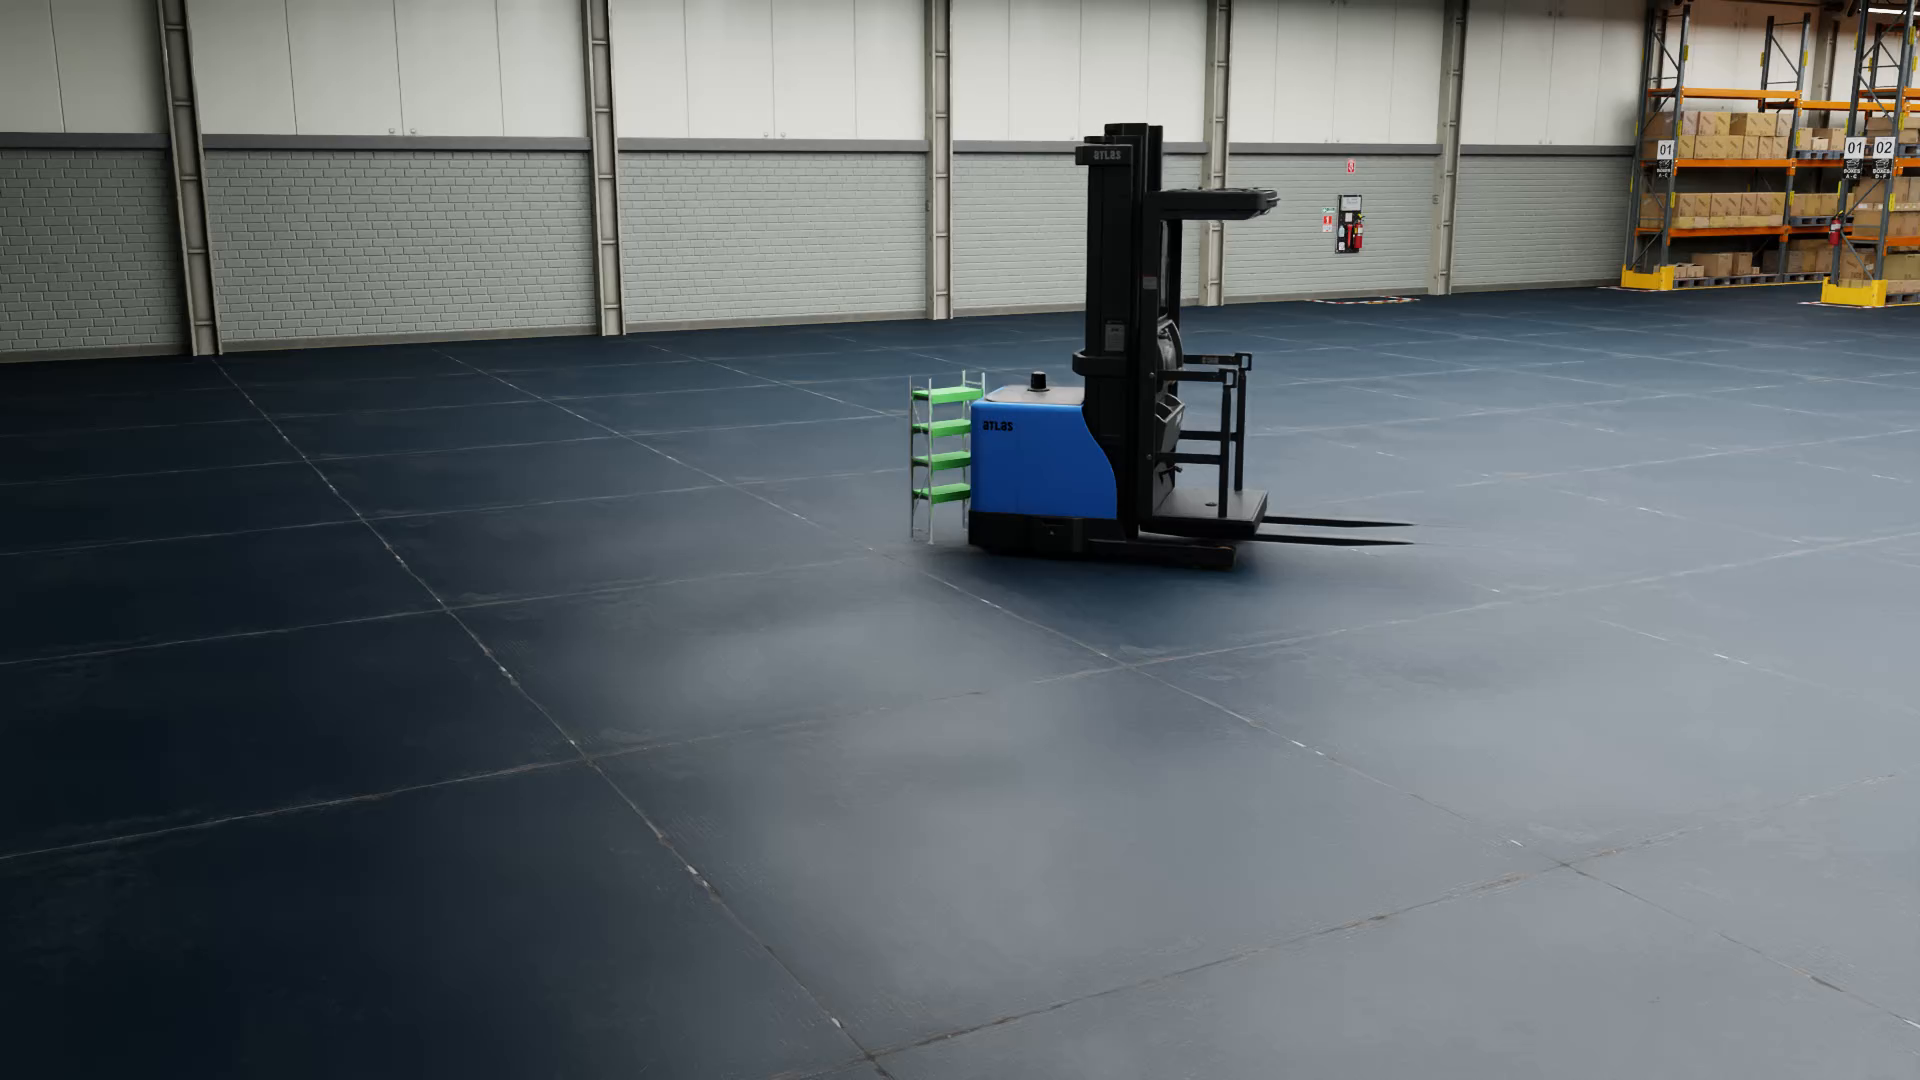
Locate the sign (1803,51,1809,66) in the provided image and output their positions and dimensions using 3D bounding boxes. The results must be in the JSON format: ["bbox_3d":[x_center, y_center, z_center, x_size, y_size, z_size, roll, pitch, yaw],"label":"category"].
[{"bbox_3d":[18.984,-10.807,37.327,0.005,0.325,0.100,-7,14,-28],"label":"sign"}]

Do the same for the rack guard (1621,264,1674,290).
[{"bbox_3d":[15.296,-5.860,37.011,0.348,0.500,1.175,-7,14,-28],"label":"rack guard"}]

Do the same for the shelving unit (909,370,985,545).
[{"bbox_3d":[-0.093,-0.606,12.069,0.503,1.200,0.258,-10,16,-38],"label":"shelving unit"}]

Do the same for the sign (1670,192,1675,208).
[{"bbox_3d":[15.490,-7.390,36.141,0.005,0.325,0.100,-7,14,-28],"label":"sign"}]

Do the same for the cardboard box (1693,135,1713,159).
[{"bbox_3d":[16.131,-8.630,36.521,0.500,0.500,0.500,-6,14,-24],"label":"cardboard box"}]

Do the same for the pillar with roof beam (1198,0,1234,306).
[{"bbox_3d":[6.960,-8.147,27.814,0.400,9.000,9.100,-7,14,-28],"label":"pillar with roof beam"}]

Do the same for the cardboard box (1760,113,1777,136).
[{"bbox_3d":[17.952,-9.337,37.385,0.500,0.500,0.500,-6,14,-25],"label":"cardboard box"}]

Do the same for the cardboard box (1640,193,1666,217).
[{"bbox_3d":[15.542,-7.465,37.035,0.500,0.500,0.500,-7,14,-28],"label":"cardboard box"}]

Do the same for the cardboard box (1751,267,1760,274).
[{"bbox_3d":[18.285,-6.263,38.557,0.250,0.166,0.380,-9,16,-35],"label":"cardboard box"}]

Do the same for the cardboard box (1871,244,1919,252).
[{"bbox_3d":[22.960,-7.122,40.862,0.750,0.750,0.750,-7,14,-29],"label":"cardboard box"}]

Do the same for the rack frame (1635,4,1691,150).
[{"bbox_3d":[15.230,-9.999,36.042,0.127,3.000,1.000,-7,14,-28],"label":"rack frame"}]

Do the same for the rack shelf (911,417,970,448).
[{"bbox_3d":[-0.093,-0.778,12.030,0.480,0.148,0.258,-10,16,-38],"label":"rack shelf"}]

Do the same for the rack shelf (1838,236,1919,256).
[{"bbox_3d":[19.362,-5.977,33.474,4.000,0.370,1.077,-7,14,-28],"label":"rack shelf"}]

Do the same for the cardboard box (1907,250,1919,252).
[{"bbox_3d":[19.683,-5.674,34.087,0.500,0.500,0.500,-7,14,-28],"label":"cardboard box"}]

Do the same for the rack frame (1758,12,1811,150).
[{"bbox_3d":[18.741,-10.419,37.912,0.127,3.000,1.000,-7,14,-28],"label":"rack frame"}]

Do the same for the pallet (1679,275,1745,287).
[{"bbox_3d":[17.096,-5.926,37.958,1.213,0.211,1.003,-7,14,-28],"label":"pallet"}]

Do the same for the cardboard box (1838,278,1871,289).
[{"bbox_3d":[17.936,-5.094,33.220,0.500,0.250,0.500,-7,14,-28],"label":"cardboard box"}]

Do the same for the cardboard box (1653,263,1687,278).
[{"bbox_3d":[15.880,-6.030,37.194,0.500,0.311,0.500,-9,15,-34],"label":"cardboard box"}]

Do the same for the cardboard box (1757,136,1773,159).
[{"bbox_3d":[17.966,-8.863,37.555,0.500,0.500,0.500,-8,15,-33],"label":"cardboard box"}]

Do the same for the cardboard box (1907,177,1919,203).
[{"bbox_3d":[18.528,-6.908,32.789,0.500,0.500,0.700,-7,15,-29],"label":"cardboard box"}]

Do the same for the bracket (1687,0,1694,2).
[{"bbox_3d":[15.964,-11.970,36.605,0.430,0.232,0.235,-7,14,-28],"label":"bracket"}]

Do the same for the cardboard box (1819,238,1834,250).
[{"bbox_3d":[20.665,-7.086,39.745,0.500,0.250,0.500,-7,14,-28],"label":"cardboard box"}]

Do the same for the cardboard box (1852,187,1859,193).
[{"bbox_3d":[21.688,-8.415,39.960,0.250,0.149,0.380,-10,16,-37],"label":"cardboard box"}]

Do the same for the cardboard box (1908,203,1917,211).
[{"bbox_3d":[18.504,-6.537,32.618,0.250,0.149,0.380,-7,14,-28],"label":"cardboard box"}]

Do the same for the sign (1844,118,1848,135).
[{"bbox_3d":[17.359,-8.080,32.514,0.005,0.325,0.100,-7,14,-28],"label":"sign"}]

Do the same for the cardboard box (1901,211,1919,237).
[{"bbox_3d":[18.481,-6.269,32.906,0.500,0.500,0.700,-6,14,-26],"label":"cardboard box"}]

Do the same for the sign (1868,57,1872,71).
[{"bbox_3d":[21.982,-11.480,40.135,0.005,0.325,0.100,-7,14,-28],"label":"sign"}]

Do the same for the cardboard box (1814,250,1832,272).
[{"bbox_3d":[20.275,-6.678,39.643,0.500,0.500,0.700,-7,14,-27],"label":"cardboard box"}]

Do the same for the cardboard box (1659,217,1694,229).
[{"bbox_3d":[15.810,-6.999,36.671,0.500,0.250,0.500,-7,15,-29],"label":"cardboard box"}]

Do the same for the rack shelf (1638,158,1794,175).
[{"bbox_3d":[16.985,-8.395,37.385,4.000,0.370,1.077,-7,14,-28],"label":"rack shelf"}]

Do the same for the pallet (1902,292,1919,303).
[{"bbox_3d":[19.327,-4.973,33.726,1.213,0.211,1.003,-7,14,-28],"label":"pallet"}]

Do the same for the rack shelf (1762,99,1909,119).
[{"bbox_3d":[20.496,-10.084,38.969,4.000,0.370,1.077,-7,14,-28],"label":"rack shelf"}]

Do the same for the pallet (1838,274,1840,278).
[{"bbox_3d":[21.565,-6.471,40.382,1.213,0.211,1.003,-7,14,-28],"label":"pallet"}]

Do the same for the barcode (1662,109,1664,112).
[{"bbox_3d":[15.613,-9.536,36.945,0.075,0.075,0.001,-7,14,-28],"label":"barcode"}]

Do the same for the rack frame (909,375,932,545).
[{"bbox_3d":[-0.283,-0.572,11.919,0.015,1.200,0.240,-10,16,-38],"label":"rack frame"}]

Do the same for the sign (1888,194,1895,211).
[{"bbox_3d":[17.867,-6.471,31.879,0.005,0.325,0.100,-7,14,-28],"label":"sign"}]

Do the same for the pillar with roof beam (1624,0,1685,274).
[{"bbox_3d":[17.492,-9.409,33.423,0.548,9.000,9.100,-7,14,-28],"label":"pillar with roof beam"}]

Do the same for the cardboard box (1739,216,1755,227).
[{"bbox_3d":[17.595,-7.214,37.630,0.500,0.250,0.500,-7,14,-28],"label":"cardboard box"}]

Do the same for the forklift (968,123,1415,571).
[{"bbox_3d":[1.634,-1.351,11.435,3.031,2.935,1.130,3,13,15],"label":"forklift"}]

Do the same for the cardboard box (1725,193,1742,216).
[{"bbox_3d":[17.135,-7.526,37.308,0.500,0.500,0.500,-6,14,-26],"label":"cardboard box"}]

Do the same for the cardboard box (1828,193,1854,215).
[{"bbox_3d":[20.761,-7.990,39.551,0.500,0.500,0.700,-7,14,-28],"label":"cardboard box"}]

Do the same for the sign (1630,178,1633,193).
[{"bbox_3d":[14.981,-7.900,37.023,0.005,0.325,0.100,-7,14,-28],"label":"sign"}]

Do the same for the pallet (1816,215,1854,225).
[{"bbox_3d":[20.534,-7.604,39.501,1.213,0.211,1.003,-7,14,-28],"label":"pallet"}]

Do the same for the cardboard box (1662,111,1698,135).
[{"bbox_3d":[15.684,-9.075,36.220,0.500,0.500,0.500,-8,15,-32],"label":"cardboard box"}]
